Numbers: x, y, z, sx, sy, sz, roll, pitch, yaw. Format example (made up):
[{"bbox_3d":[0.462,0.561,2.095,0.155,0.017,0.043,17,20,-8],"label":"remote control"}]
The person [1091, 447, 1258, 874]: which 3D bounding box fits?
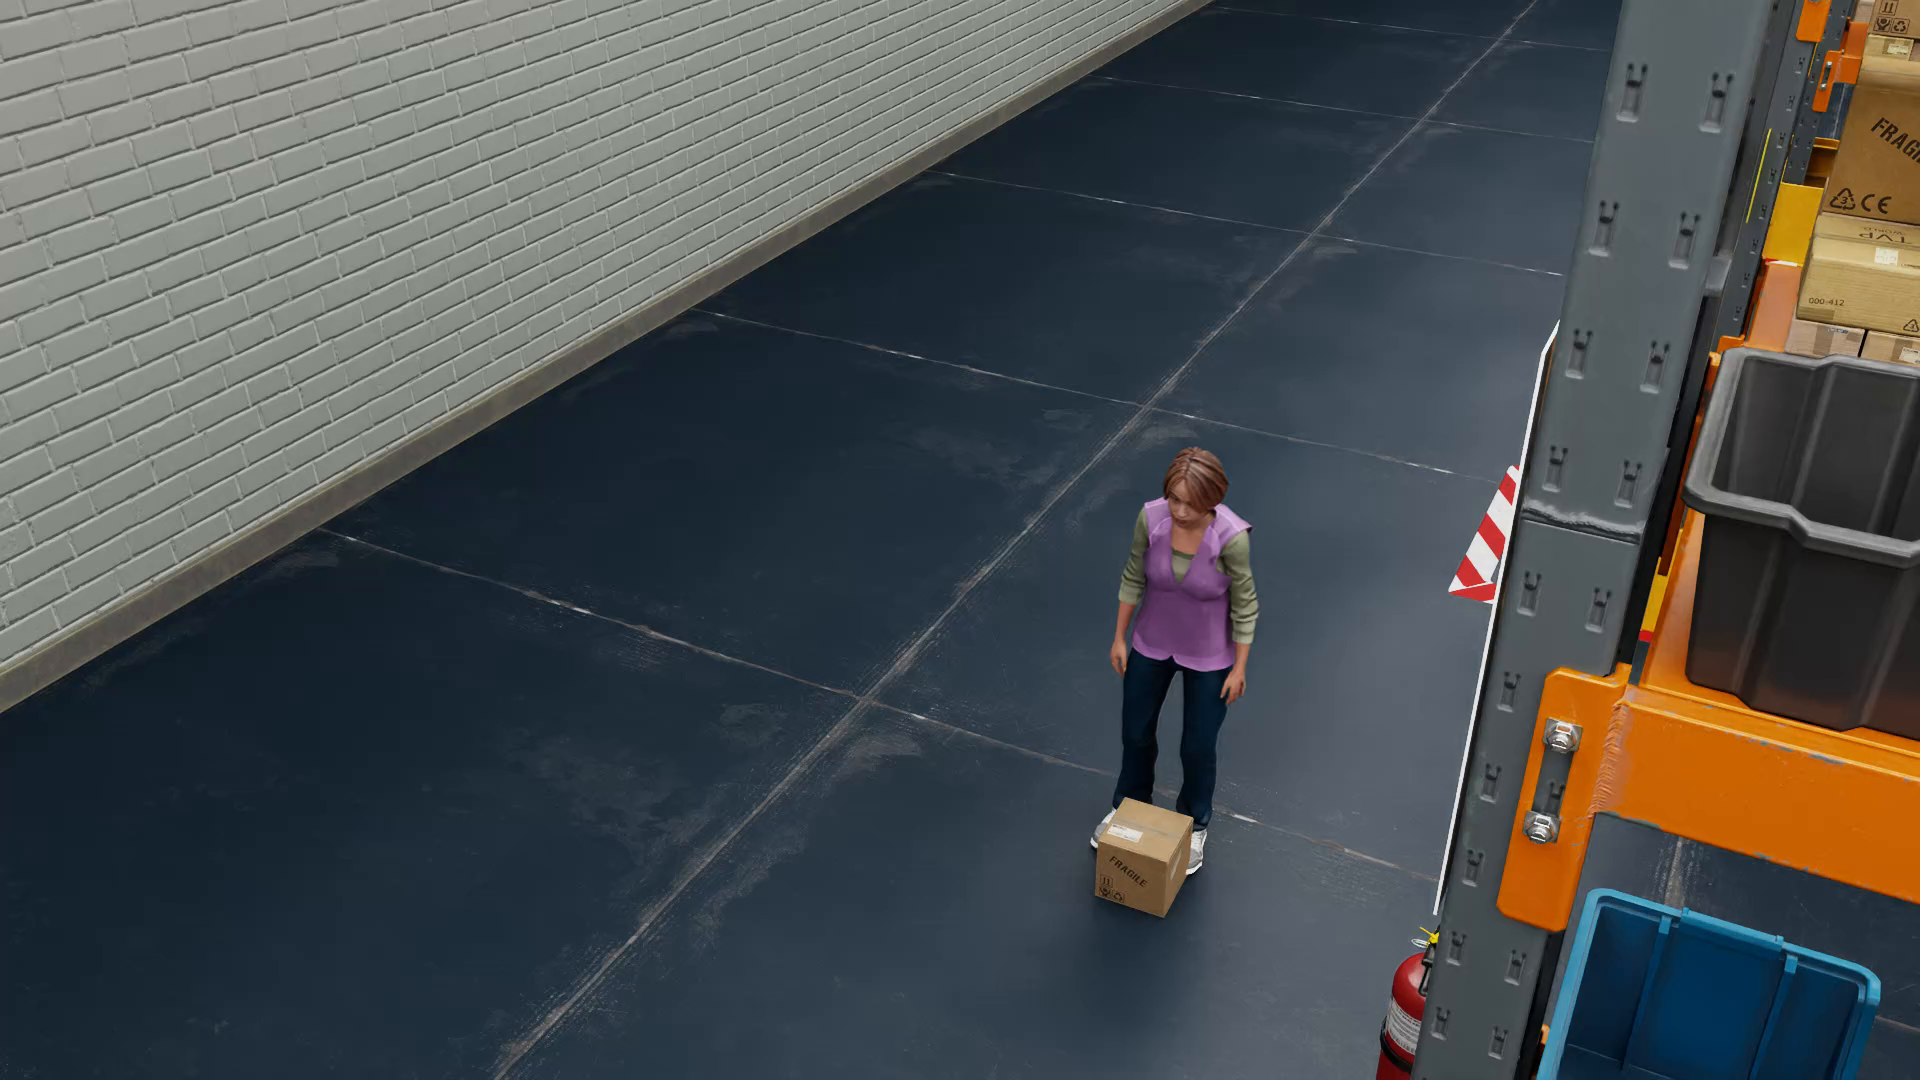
[{"bbox_3d":[0.725,0.387,5.484,0.473,1.593,0.350,14,33,22],"label":"person"}]
